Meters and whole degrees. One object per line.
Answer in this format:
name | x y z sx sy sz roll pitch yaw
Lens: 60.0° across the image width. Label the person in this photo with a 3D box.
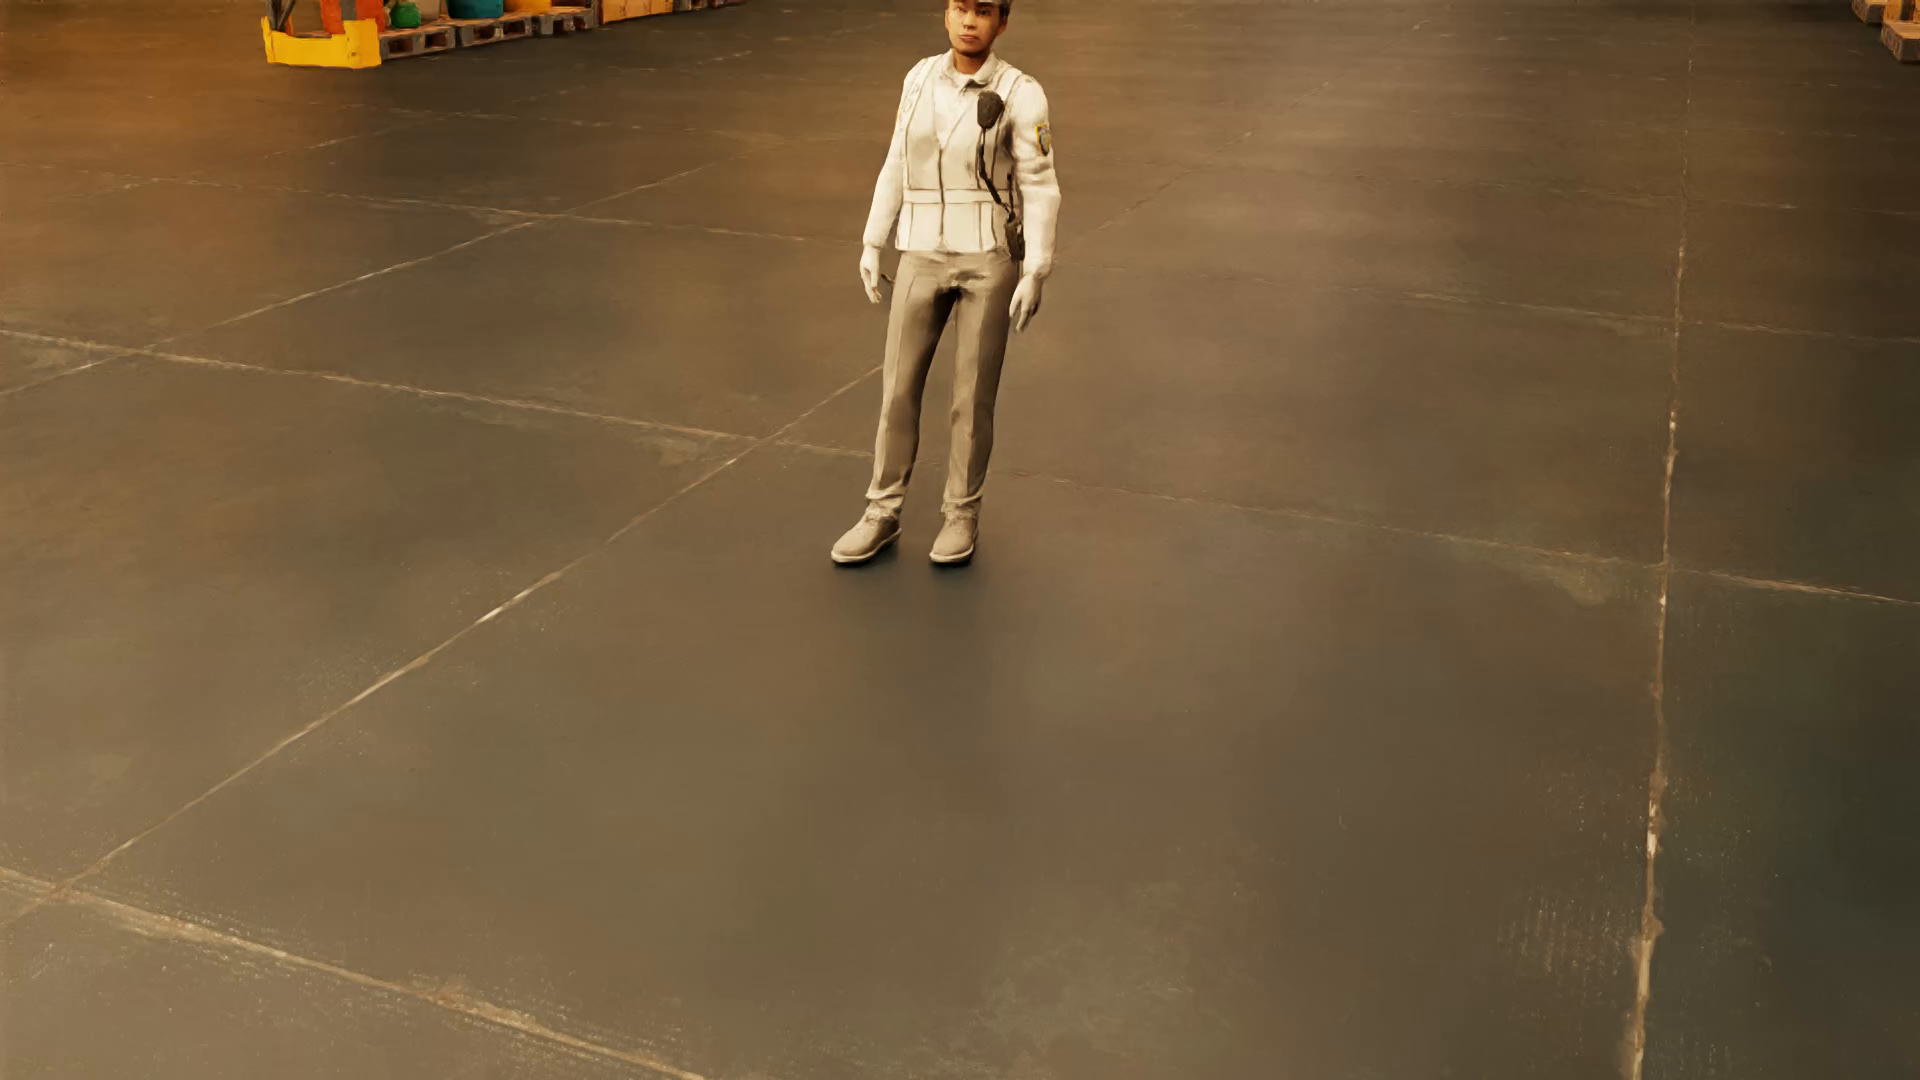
person | -0.032 -0.765 4.708 0.586 1.695 0.533 9 24 21
